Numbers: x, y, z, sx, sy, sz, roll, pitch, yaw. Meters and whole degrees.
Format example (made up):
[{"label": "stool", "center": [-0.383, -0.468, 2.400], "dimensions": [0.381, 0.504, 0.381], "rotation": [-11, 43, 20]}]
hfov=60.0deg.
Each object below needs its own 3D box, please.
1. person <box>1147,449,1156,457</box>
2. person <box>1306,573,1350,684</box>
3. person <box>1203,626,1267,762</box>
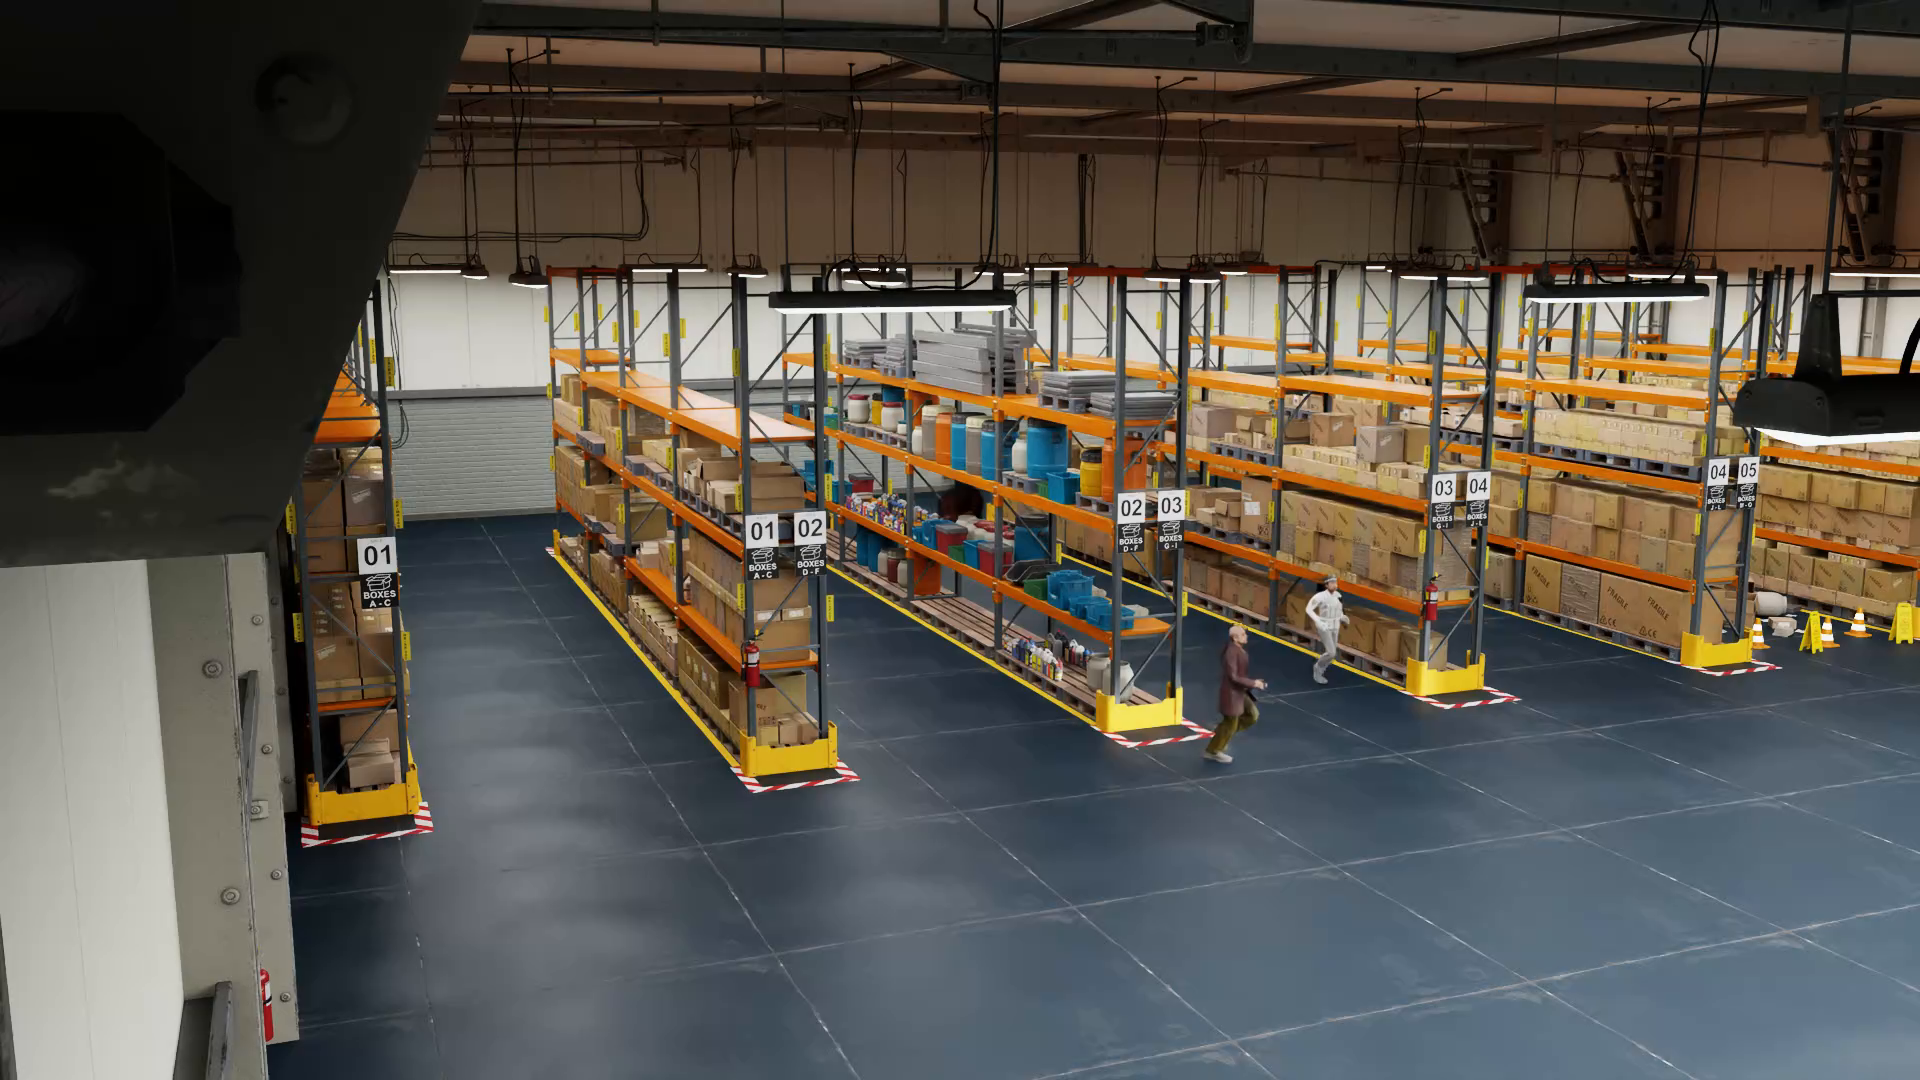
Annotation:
[{"label": "person", "center": [4.697, -1.580, 41.195], "dimensions": [0.551, 1.597, 0.728], "rotation": [-6, 11, -30]}, {"label": "person", "center": [5.413, 1.302, 24.343], "dimensions": [0.584, 1.657, 0.585], "rotation": [-6, 11, -29]}, {"label": "person", "center": [3.448, 1.906, 20.724], "dimensions": [0.764, 1.736, 0.743], "rotation": [4, 11, 19]}]
